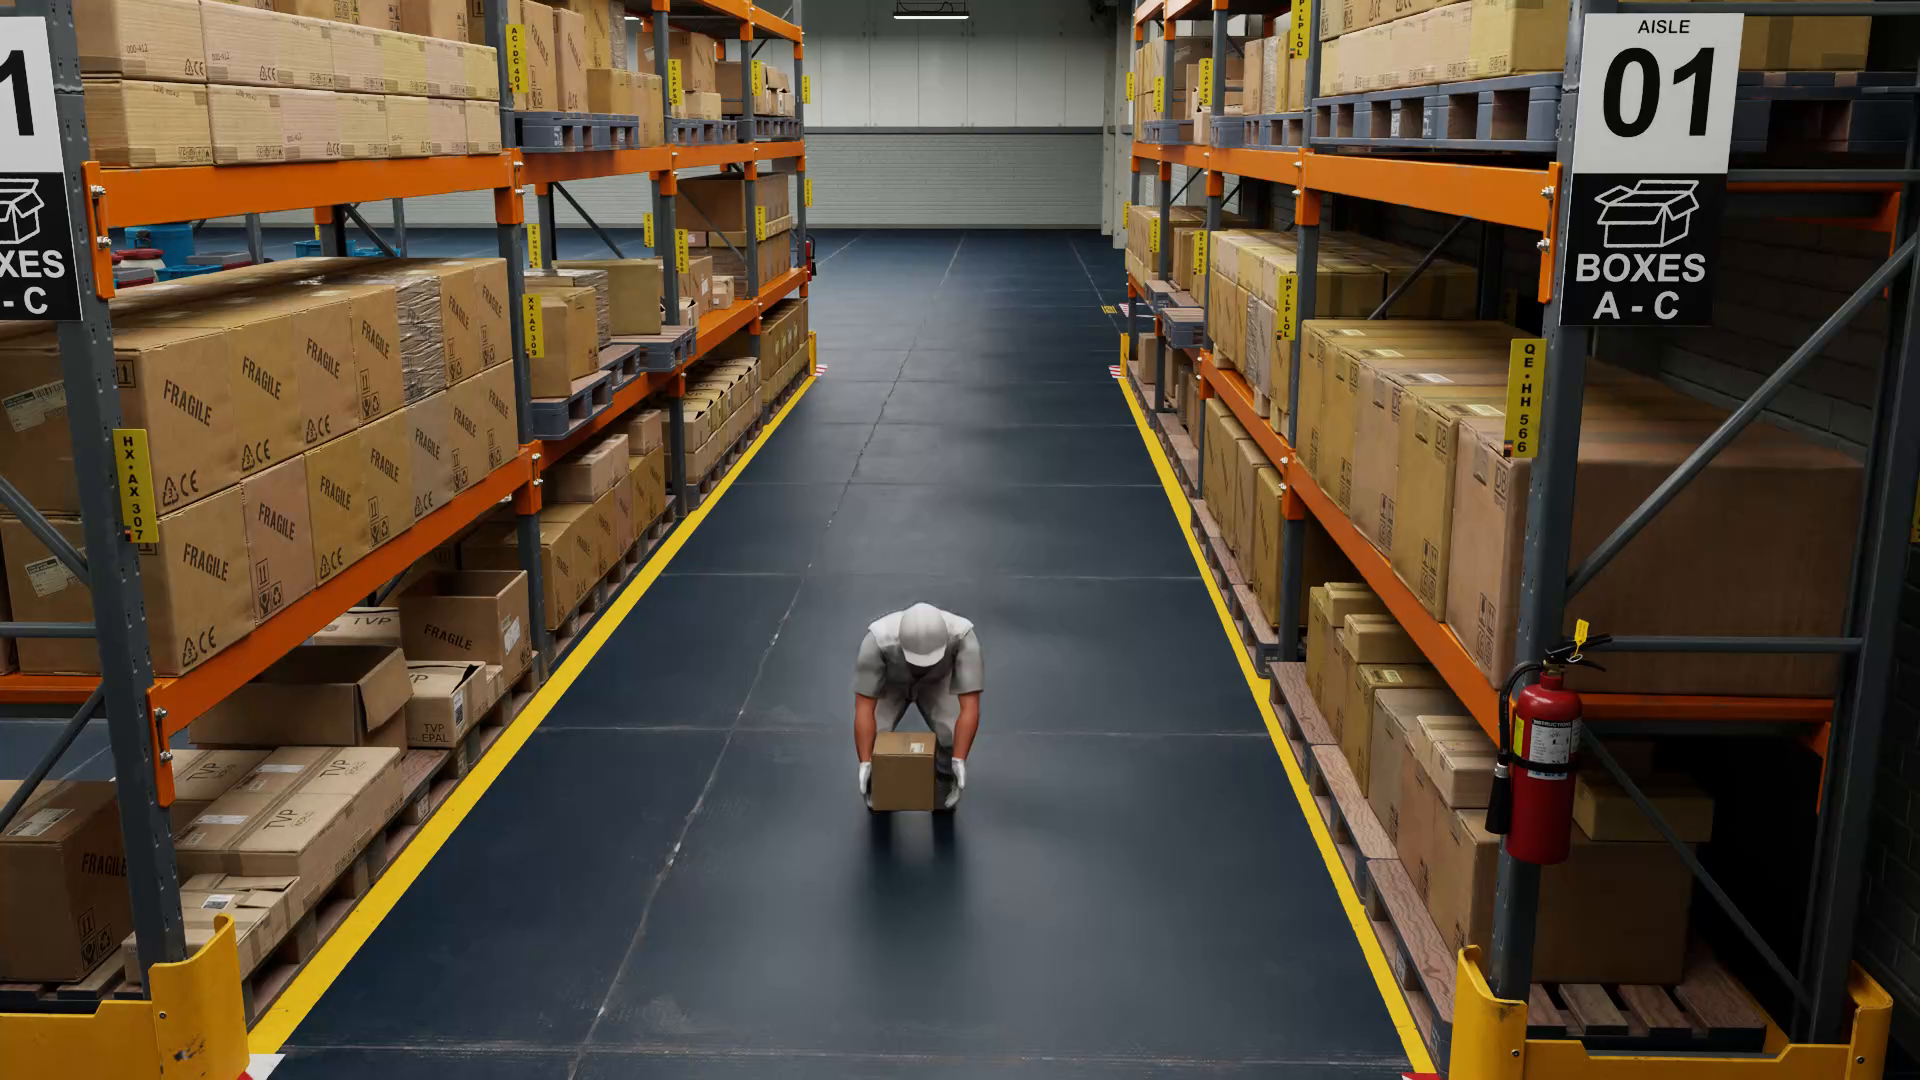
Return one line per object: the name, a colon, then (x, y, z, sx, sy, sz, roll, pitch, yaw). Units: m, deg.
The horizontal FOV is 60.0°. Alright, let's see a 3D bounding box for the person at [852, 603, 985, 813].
person: (-0.180, 0.692, 7.205, 0.573, 1.040, 0.871, 0, 14, 1)
